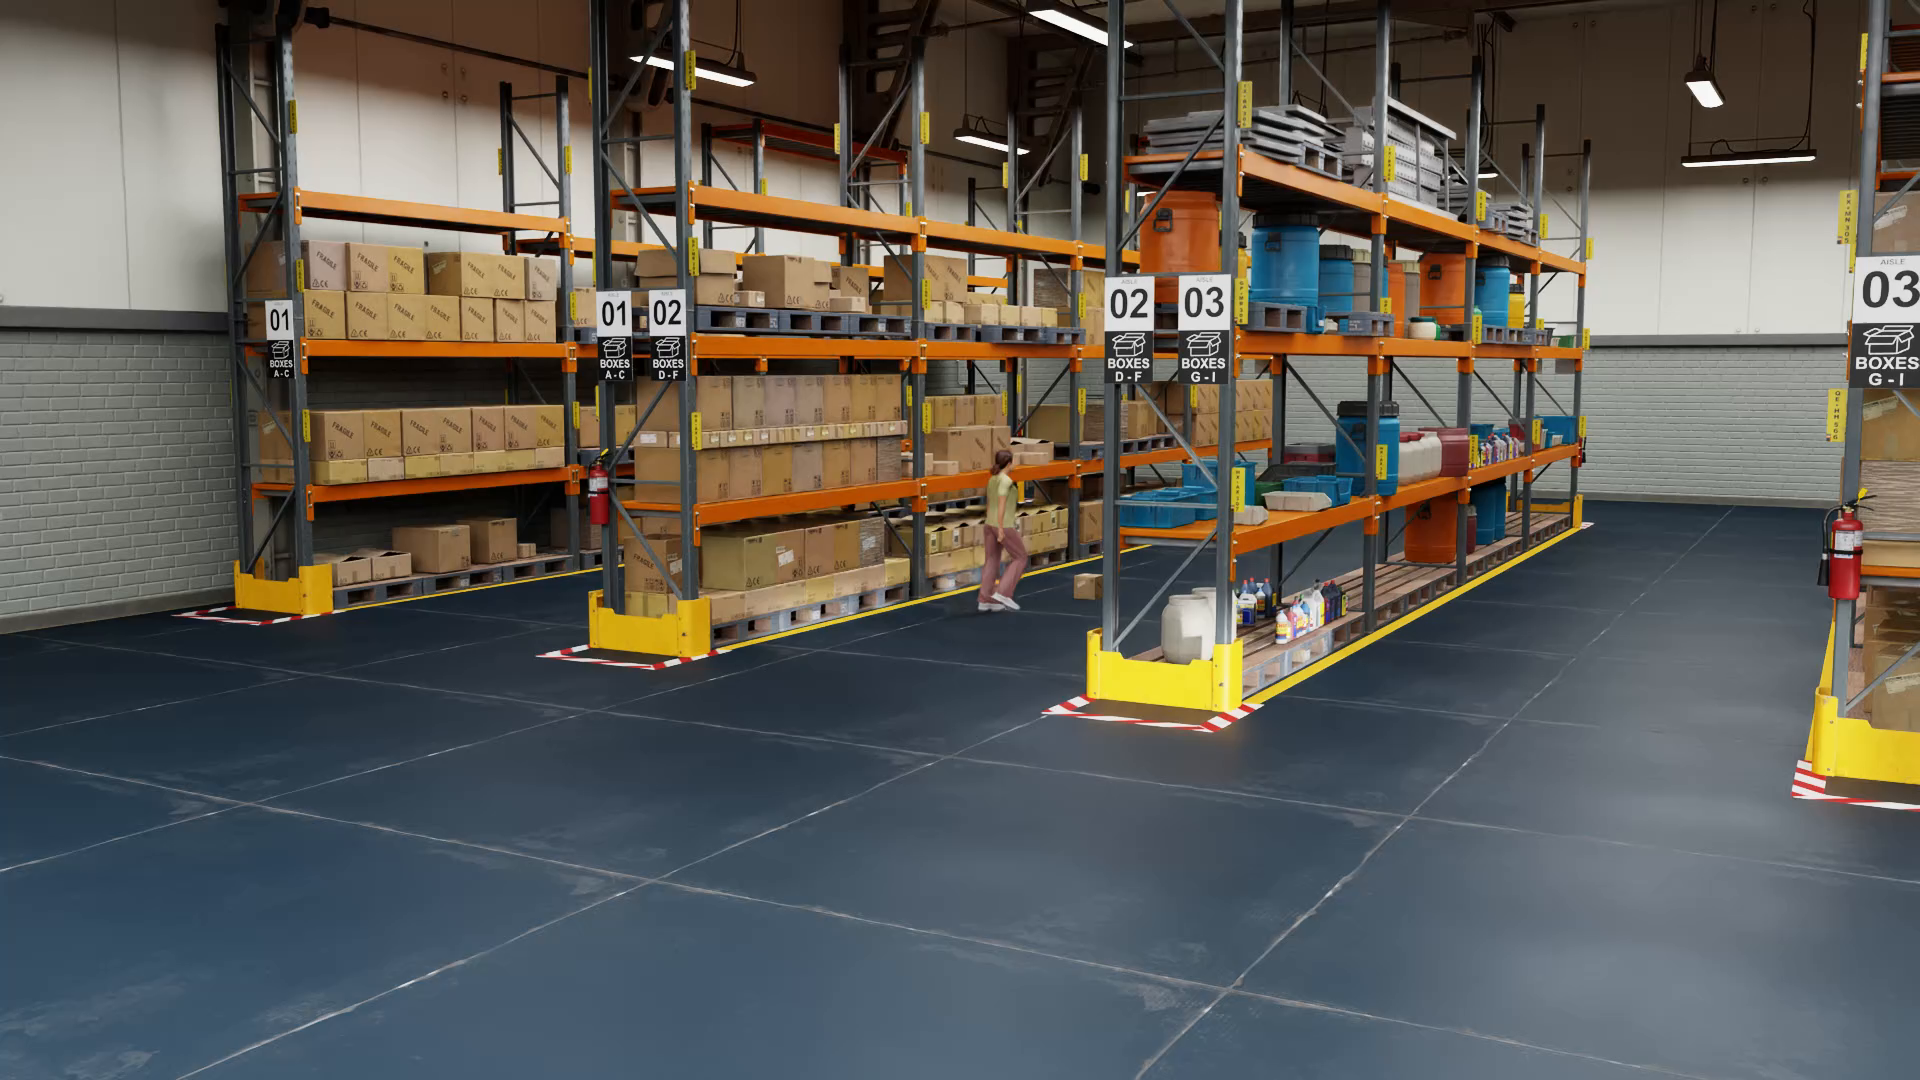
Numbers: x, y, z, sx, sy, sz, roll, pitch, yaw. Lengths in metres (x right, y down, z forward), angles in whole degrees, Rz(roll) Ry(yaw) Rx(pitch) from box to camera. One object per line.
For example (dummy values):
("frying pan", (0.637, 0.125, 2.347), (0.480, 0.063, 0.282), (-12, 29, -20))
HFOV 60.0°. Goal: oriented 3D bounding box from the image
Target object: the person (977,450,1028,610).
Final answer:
("person", (0.403, -0.106, 17.199), (0.509, 1.651, 0.476), (-3, 7, -30))
